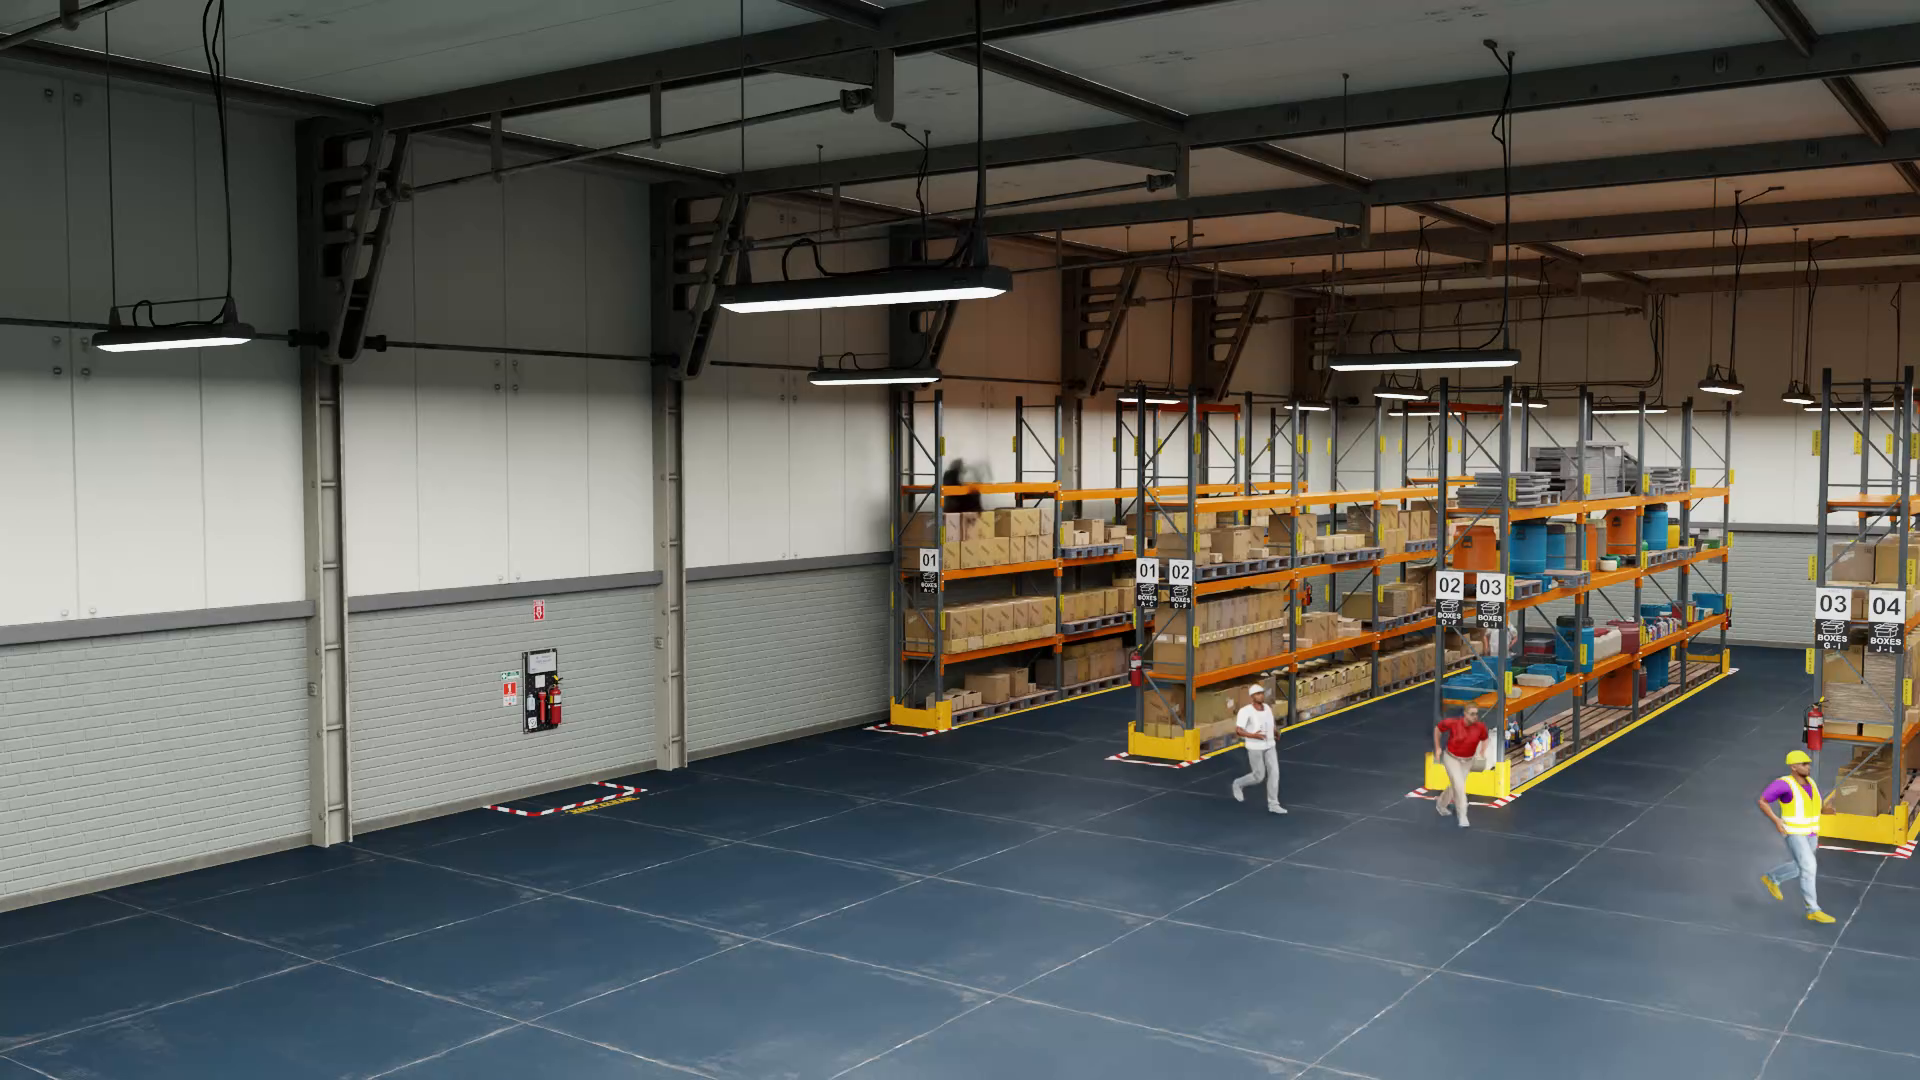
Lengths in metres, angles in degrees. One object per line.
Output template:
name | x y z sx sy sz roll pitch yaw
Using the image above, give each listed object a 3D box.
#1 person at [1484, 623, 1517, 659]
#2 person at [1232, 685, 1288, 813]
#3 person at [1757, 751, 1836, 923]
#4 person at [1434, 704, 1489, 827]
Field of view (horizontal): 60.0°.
person | 10.951 2.245 33.682 0.664 1.742 0.602 1 3 22
person | 4.172 2.856 22.848 0.715 1.711 0.931 -2 4 -27
person | 8.926 3.114 17.707 0.710 1.747 0.963 -2 4 -26
person | 6.650 2.972 22.150 0.674 1.672 0.960 -1 3 -12
